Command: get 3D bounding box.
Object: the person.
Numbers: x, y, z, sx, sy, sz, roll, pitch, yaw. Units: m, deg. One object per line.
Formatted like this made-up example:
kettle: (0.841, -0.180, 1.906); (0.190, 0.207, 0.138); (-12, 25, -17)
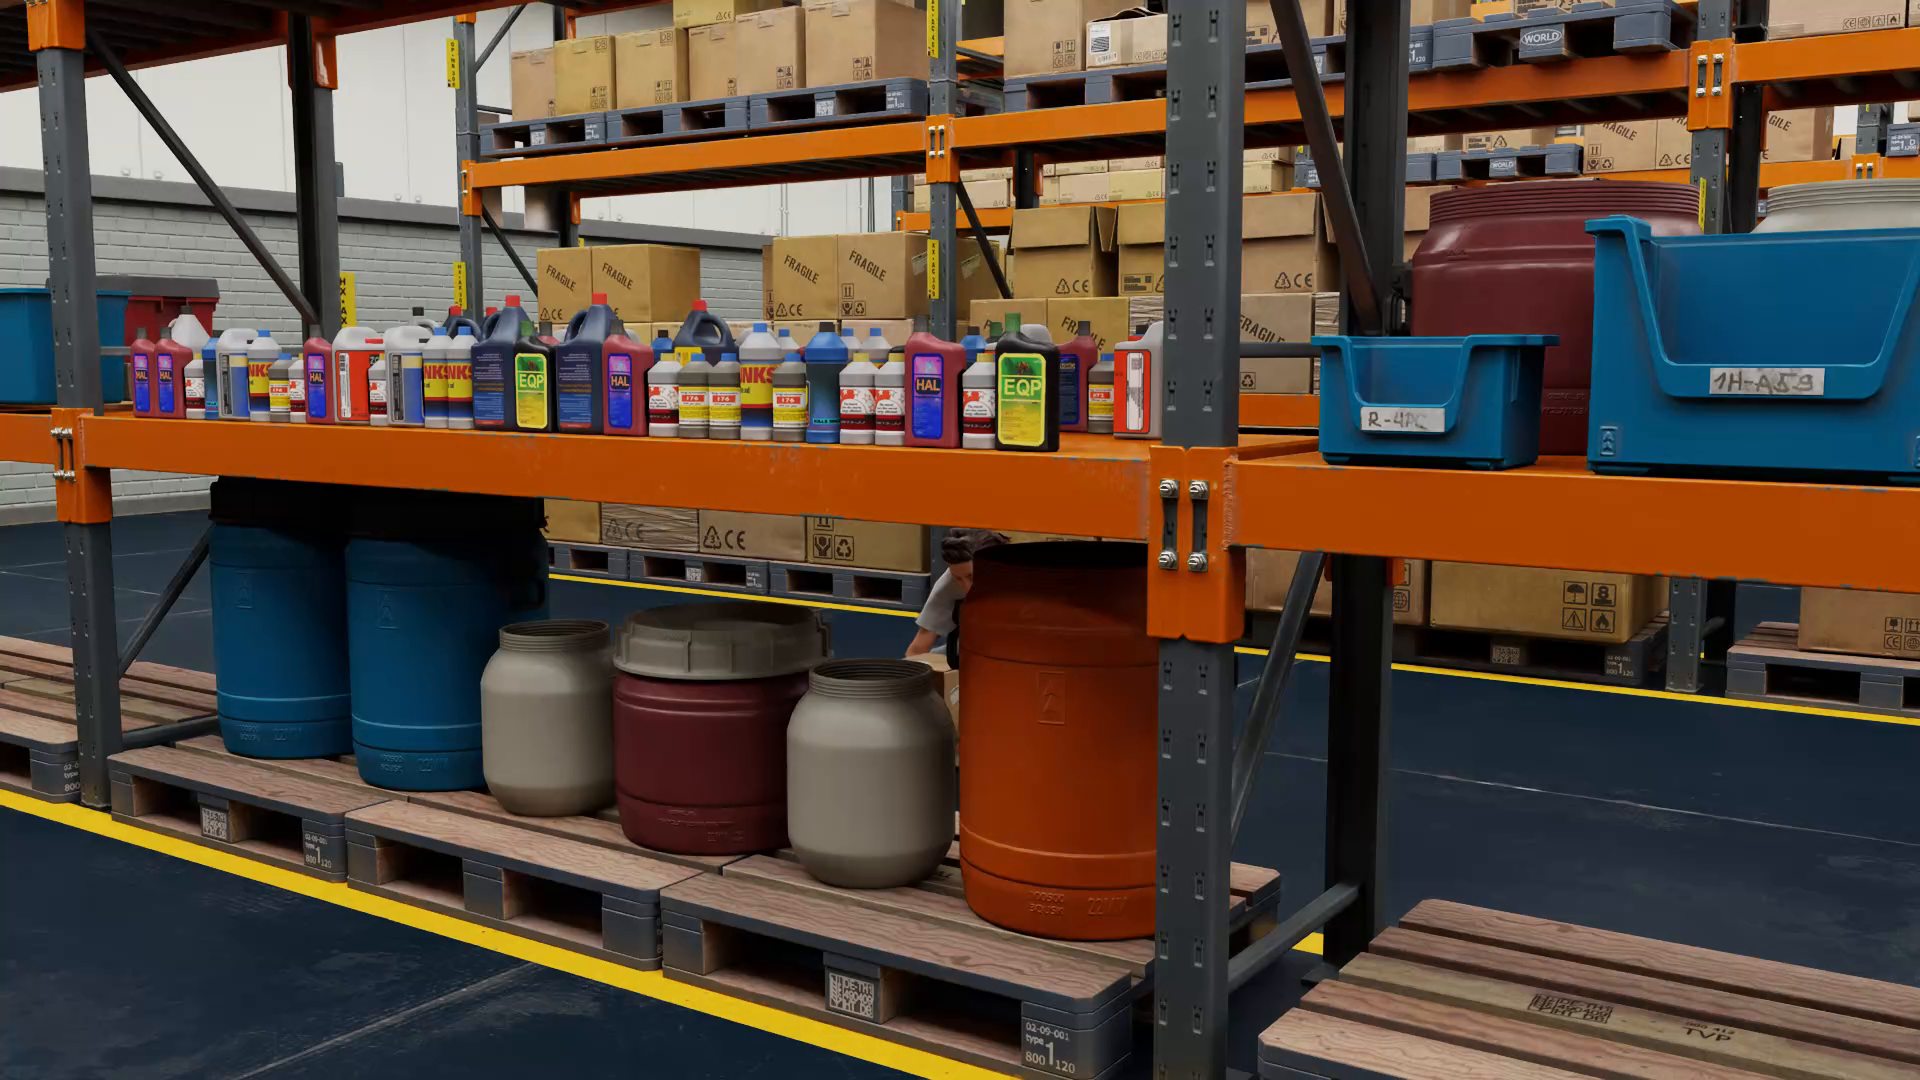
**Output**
person: (0.102, 0.376, 5.970); (0.483, 0.937, 0.798); (4, 8, 33)
